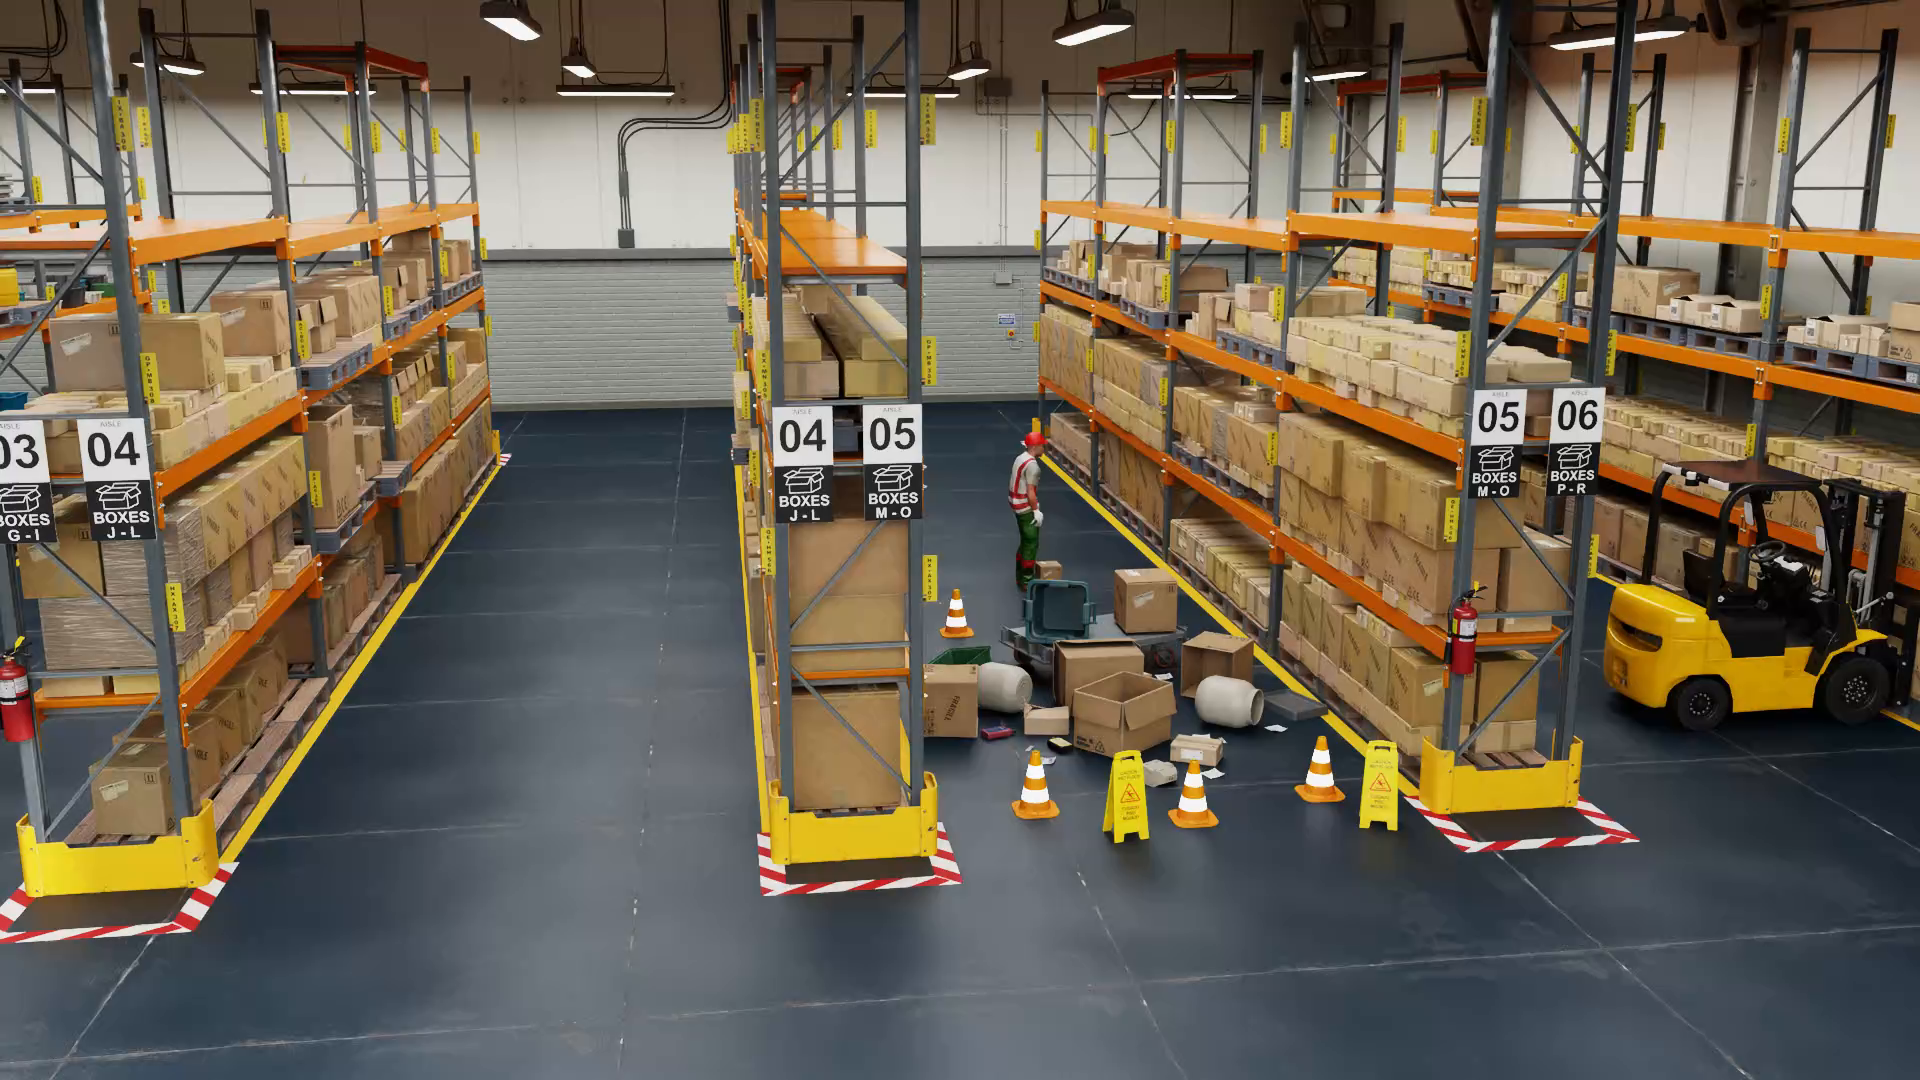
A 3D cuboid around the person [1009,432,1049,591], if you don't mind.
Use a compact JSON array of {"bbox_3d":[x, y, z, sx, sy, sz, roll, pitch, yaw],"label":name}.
[{"bbox_3d":[0.794,-0.343,18.930,0.447,1.780,0.623,-2,13,-11],"label":"person"}]
